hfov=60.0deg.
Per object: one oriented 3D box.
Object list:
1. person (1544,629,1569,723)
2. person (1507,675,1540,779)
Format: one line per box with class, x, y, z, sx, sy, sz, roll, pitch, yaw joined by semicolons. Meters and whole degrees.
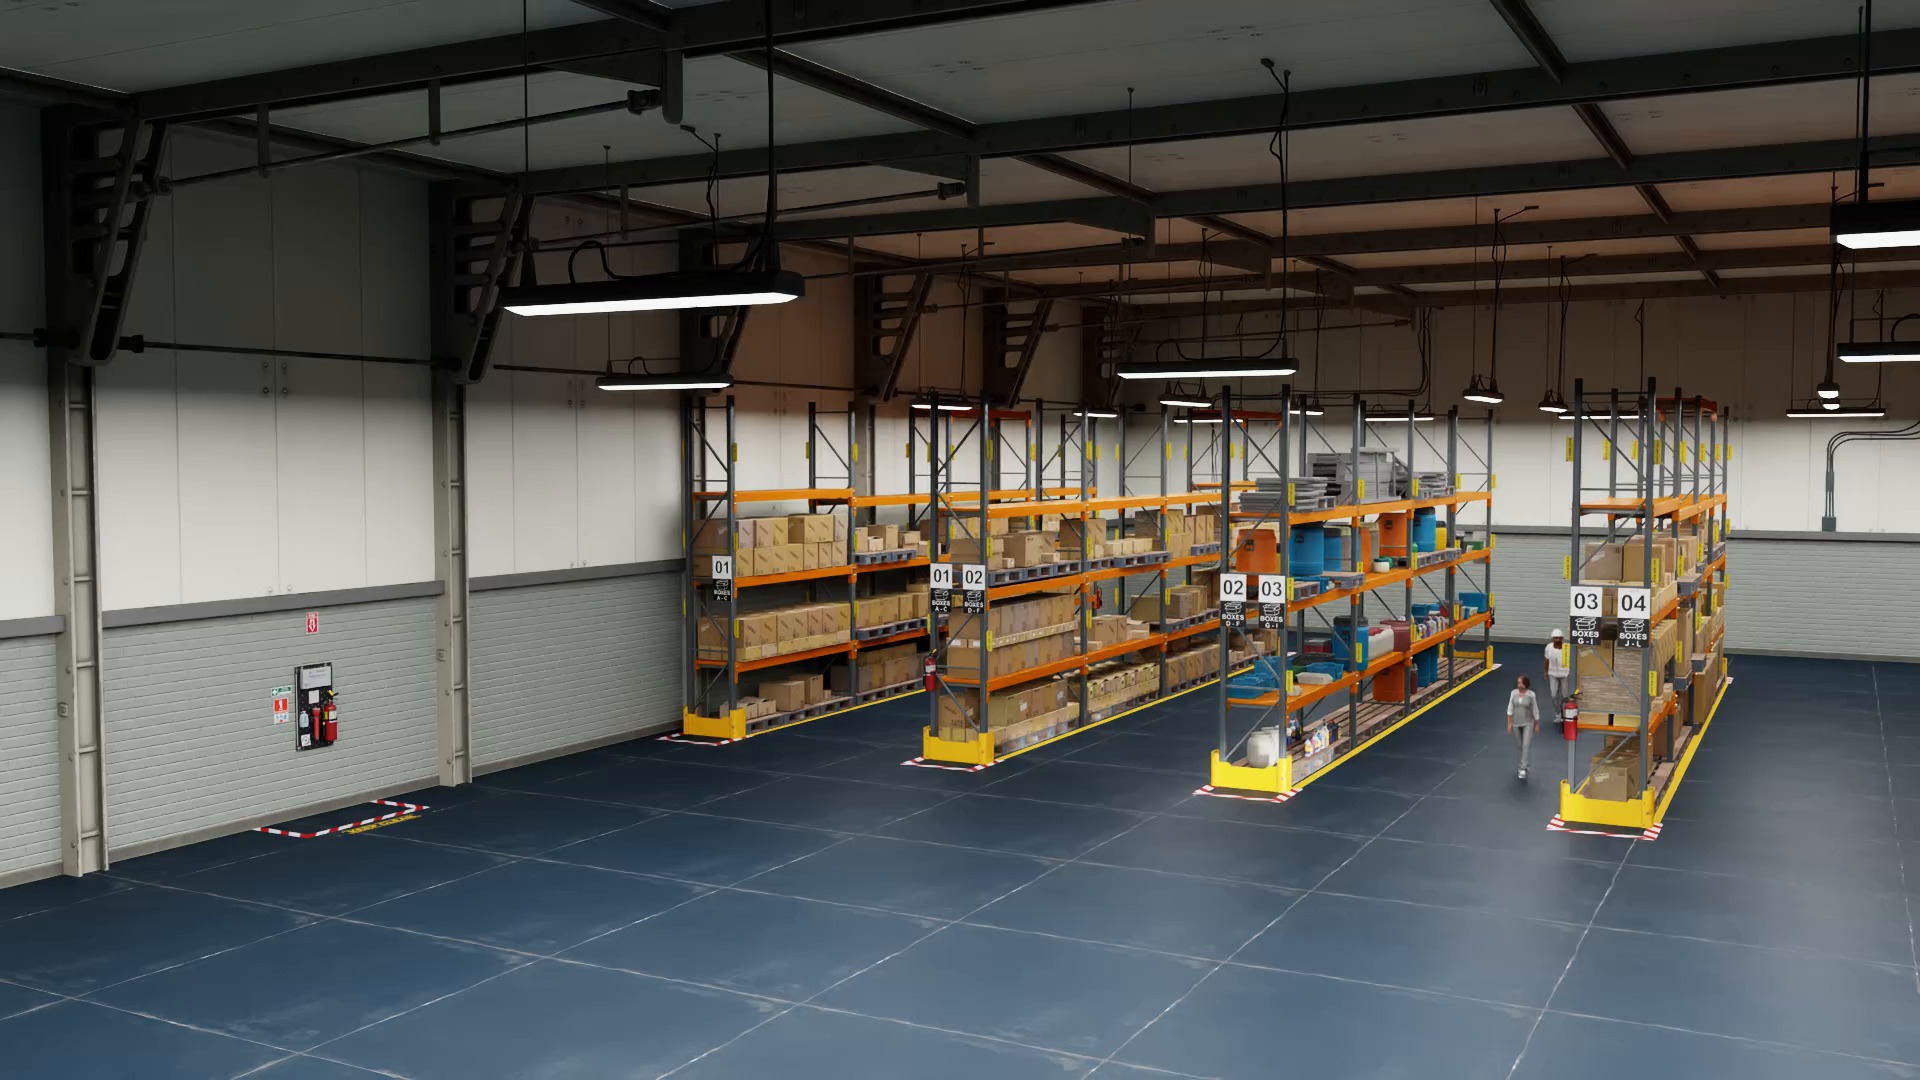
person;11.183;2.509;30.910;0.636;1.739;0.678;2;4;38
person;8.625;2.855;25.550;0.445;1.557;0.891;2;4;38
